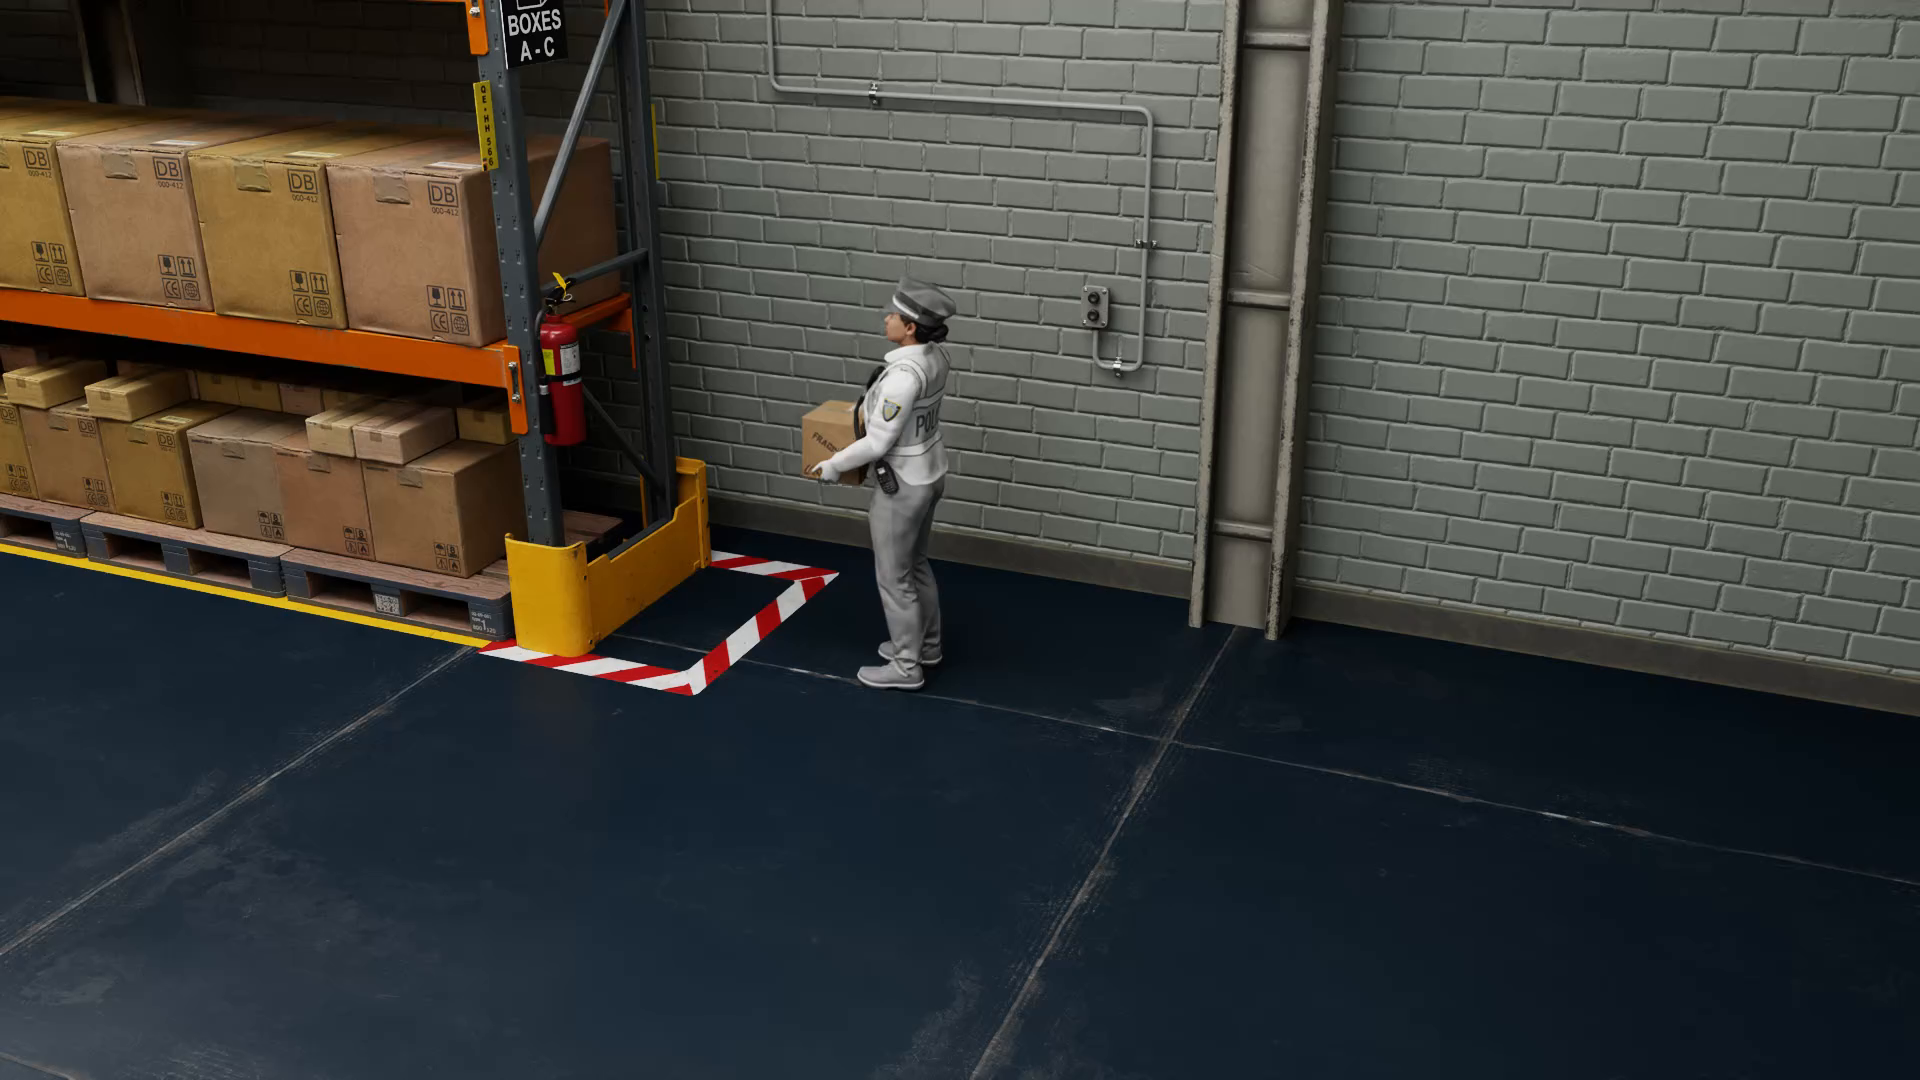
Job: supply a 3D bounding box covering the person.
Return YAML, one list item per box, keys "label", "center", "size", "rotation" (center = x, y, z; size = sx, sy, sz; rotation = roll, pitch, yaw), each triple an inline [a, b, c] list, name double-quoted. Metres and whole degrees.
- label: "person"
  center: [-0.283, -0.227, 6.596]
  size: [0.554, 1.695, 0.467]
  rotation: [7, 23, 16]
